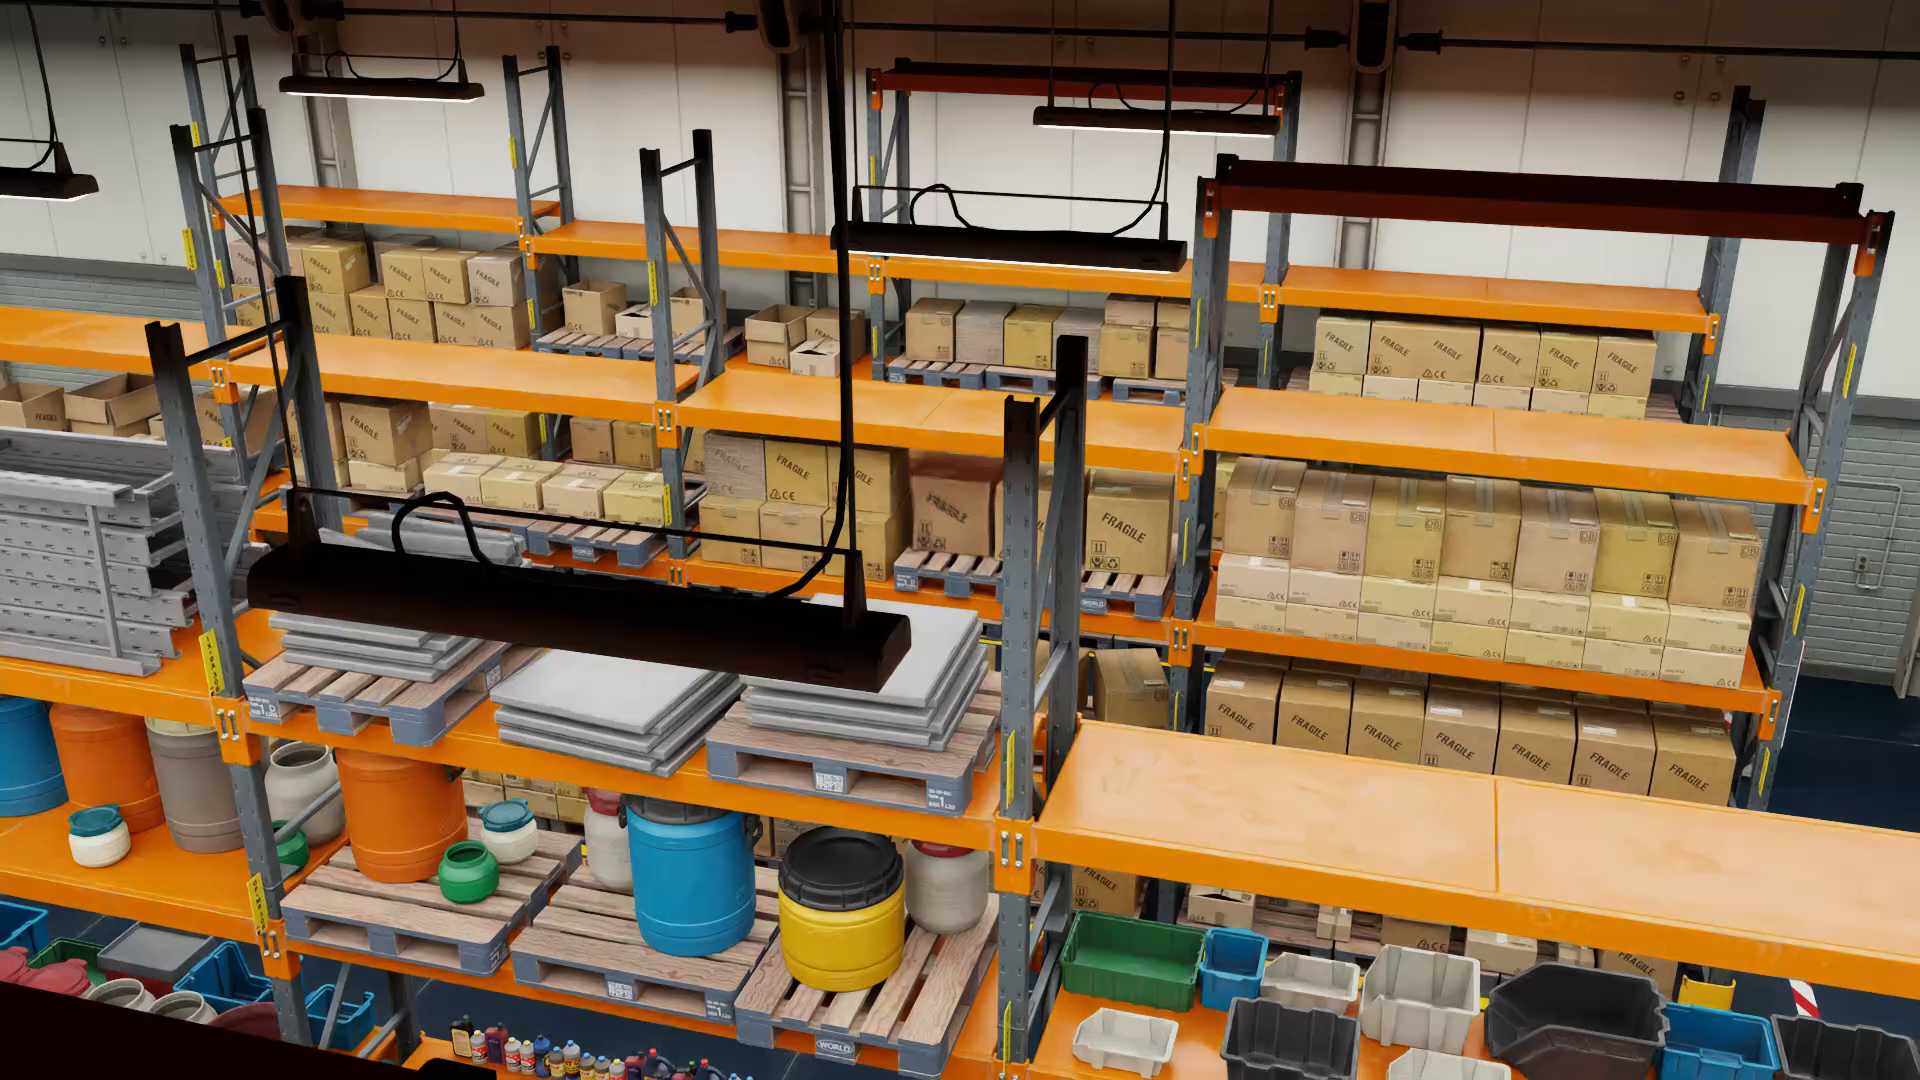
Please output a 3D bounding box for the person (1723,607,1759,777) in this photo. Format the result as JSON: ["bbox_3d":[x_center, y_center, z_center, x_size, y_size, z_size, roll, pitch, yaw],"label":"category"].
[{"bbox_3d":[6.995,1.396,15.180,0.987,1.693,0.593,-3,23,-6],"label":"person"}]
